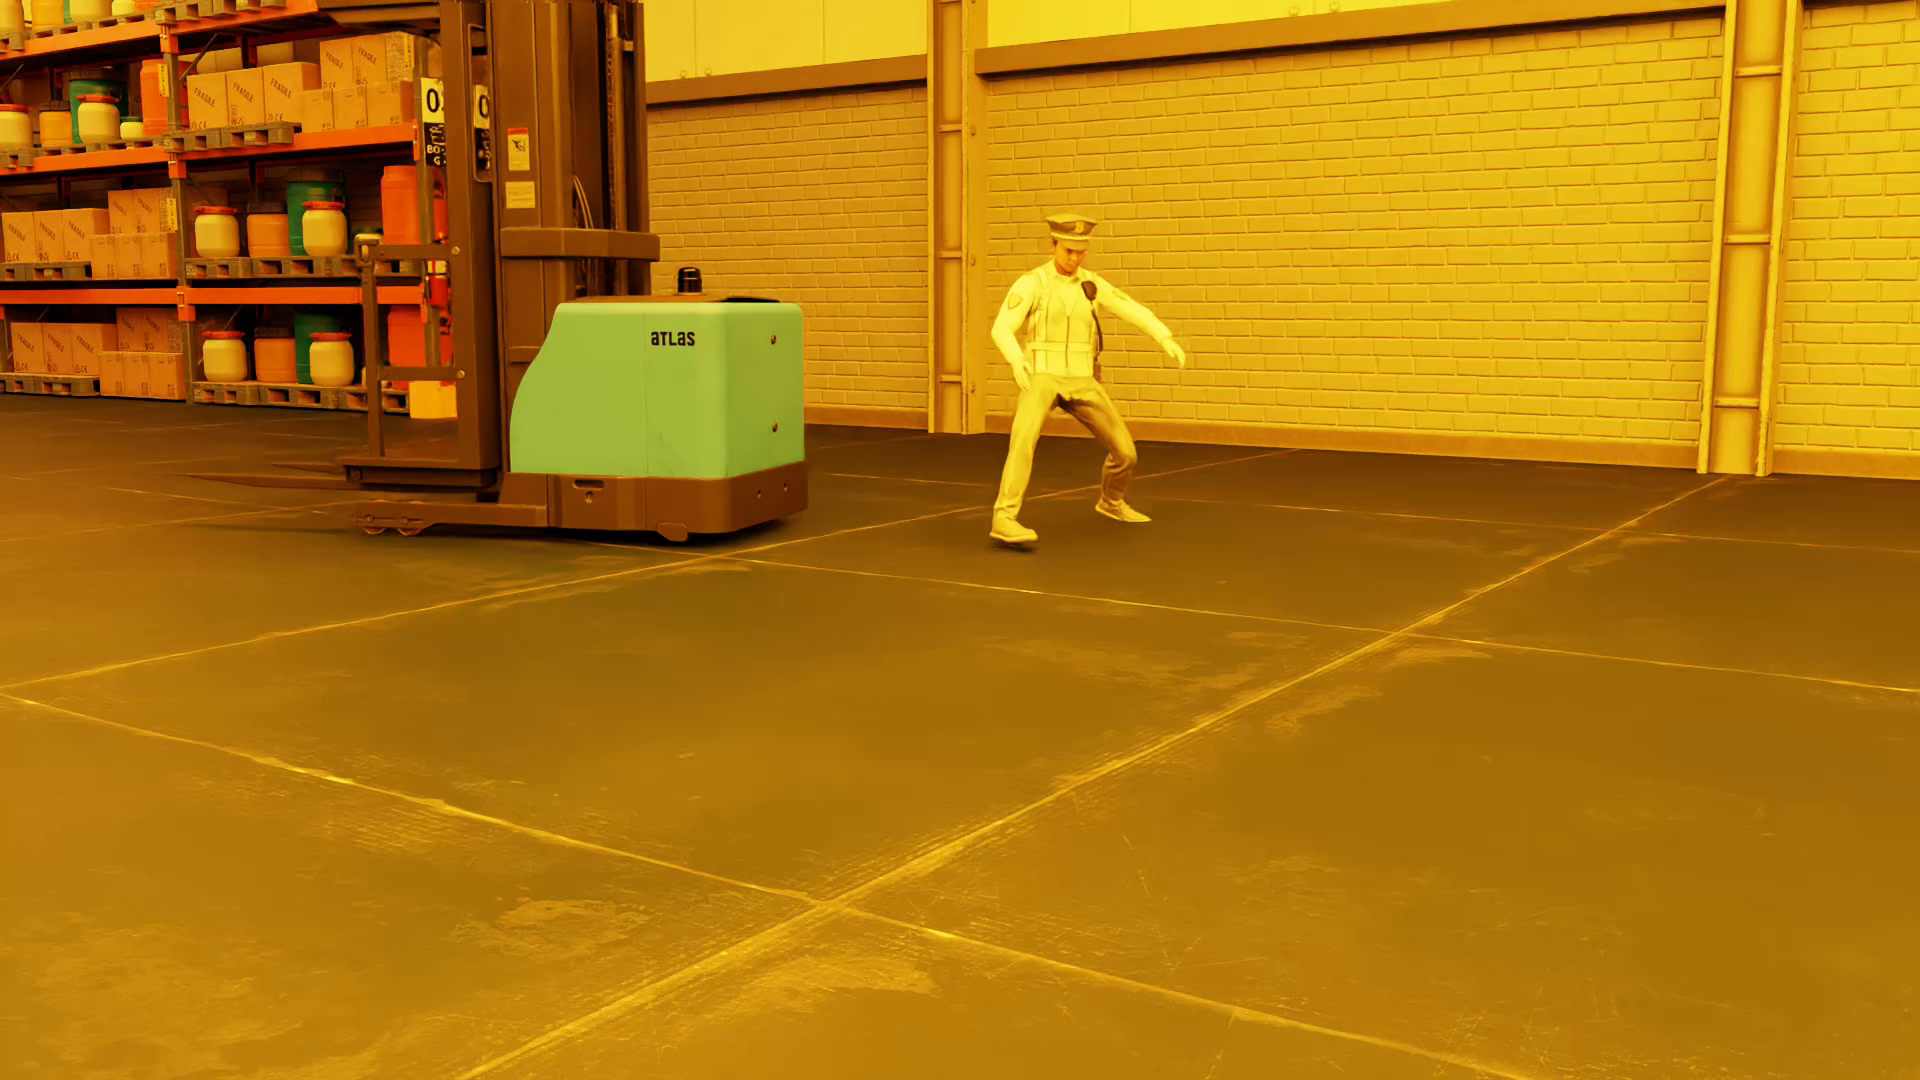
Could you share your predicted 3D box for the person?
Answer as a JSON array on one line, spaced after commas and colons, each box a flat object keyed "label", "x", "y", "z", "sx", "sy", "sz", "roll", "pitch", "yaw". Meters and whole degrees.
[{"label": "person", "x": 0.575, "y": -0.804, "z": 7.932, "sx": 0.880, "sy": 1.550, "sz": 0.641, "roll": -1, "pitch": 8, "yaw": -8}]

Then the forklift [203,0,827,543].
[{"label": "forklift", "x": -2.226, "y": -1.533, "z": 7.972, "sx": 3.031, "sy": 2.935, "sz": 1.130, "roll": 2, "pitch": 8, "yaw": 17}]
